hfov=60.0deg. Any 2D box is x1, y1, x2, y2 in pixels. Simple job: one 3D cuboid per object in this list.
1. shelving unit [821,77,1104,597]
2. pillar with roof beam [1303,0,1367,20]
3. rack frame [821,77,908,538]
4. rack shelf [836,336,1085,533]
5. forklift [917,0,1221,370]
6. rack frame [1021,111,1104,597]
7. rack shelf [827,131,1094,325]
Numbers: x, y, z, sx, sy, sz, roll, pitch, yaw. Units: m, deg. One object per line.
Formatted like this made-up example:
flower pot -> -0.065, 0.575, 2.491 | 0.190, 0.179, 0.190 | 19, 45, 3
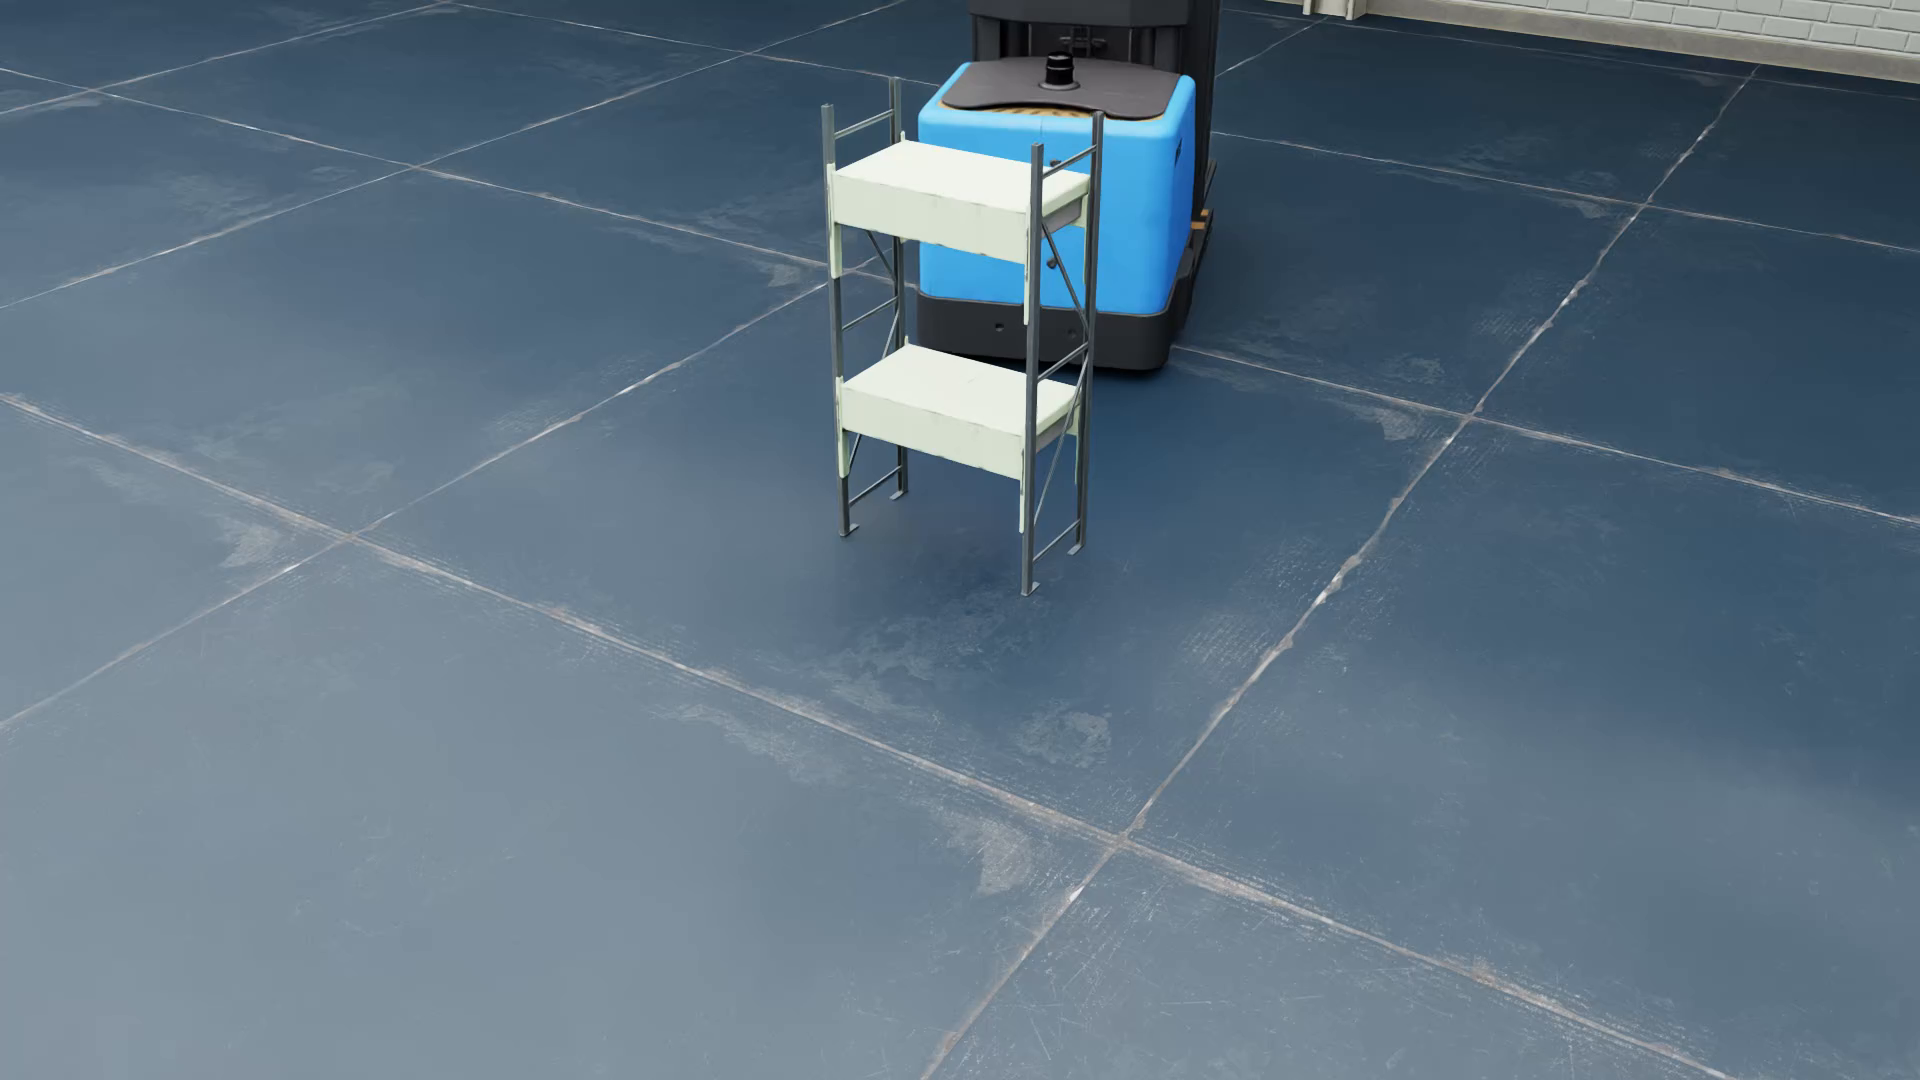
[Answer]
shelving unit -> 0.006, -0.646, 5.369 | 0.755, 1.500, 0.431 | 18, 35, 27
pillar with roof beam -> 0.548, -6.038, 7.170 | 0.400, 9.000, 9.100 | 18, 35, 27
rack frame -> -0.304, -0.744, 5.537 | 0.023, 1.500, 0.400 | 18, 35, 27
rack shelf -> 0.006, -0.364, 5.533 | 0.720, 0.370, 0.431 | 18, 35, 27
forklift -> 0.649, -2.689, 7.450 | 1.130, 2.935, 3.031 | 7, 31, 11
rack frame -> 0.316, -0.548, 5.201 | 0.023, 1.500, 0.400 | 18, 35, 27
rack shelf -> 0.006, -0.983, 5.172 | 0.720, 0.370, 0.431 | 18, 35, 27
